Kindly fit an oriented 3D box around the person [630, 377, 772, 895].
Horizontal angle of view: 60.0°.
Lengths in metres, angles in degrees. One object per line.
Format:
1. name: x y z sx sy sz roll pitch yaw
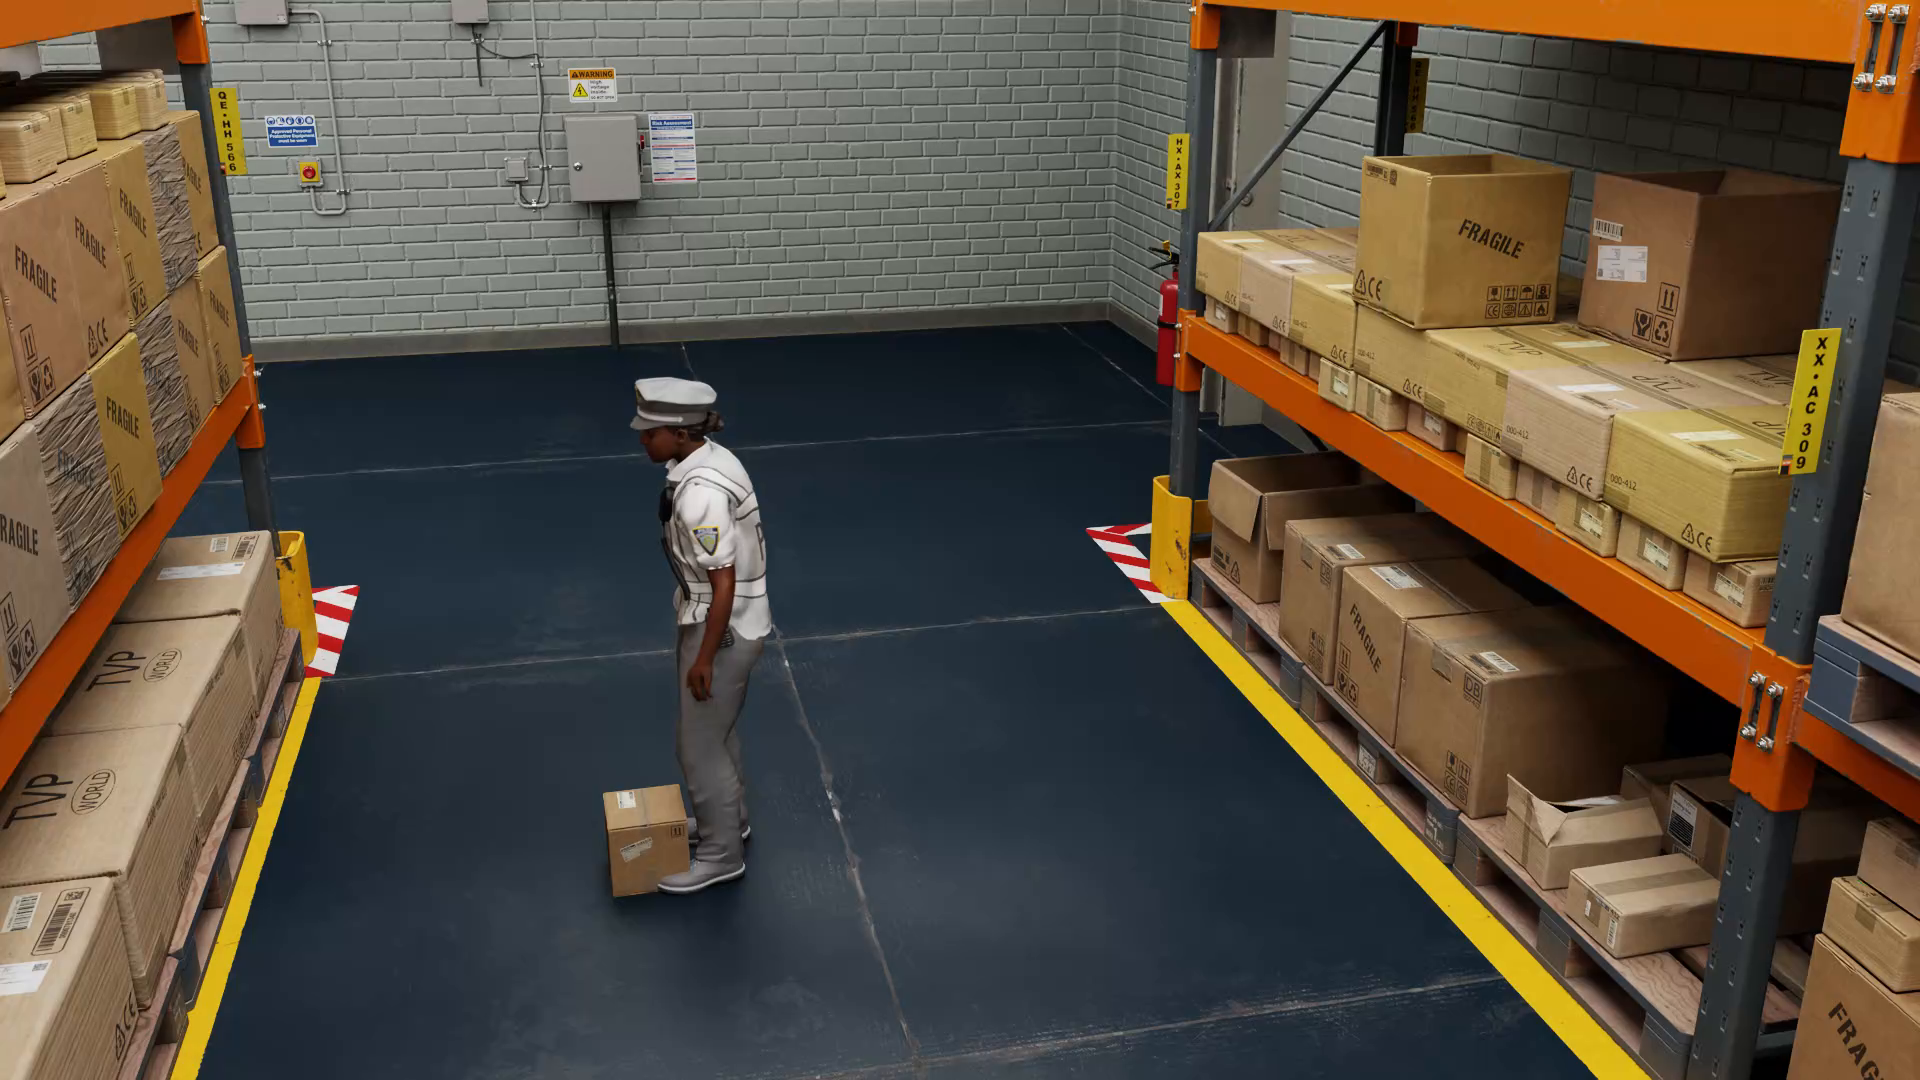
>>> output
1. person: -0.808 0.295 5.250 0.415 1.659 0.505 -4 20 -12
